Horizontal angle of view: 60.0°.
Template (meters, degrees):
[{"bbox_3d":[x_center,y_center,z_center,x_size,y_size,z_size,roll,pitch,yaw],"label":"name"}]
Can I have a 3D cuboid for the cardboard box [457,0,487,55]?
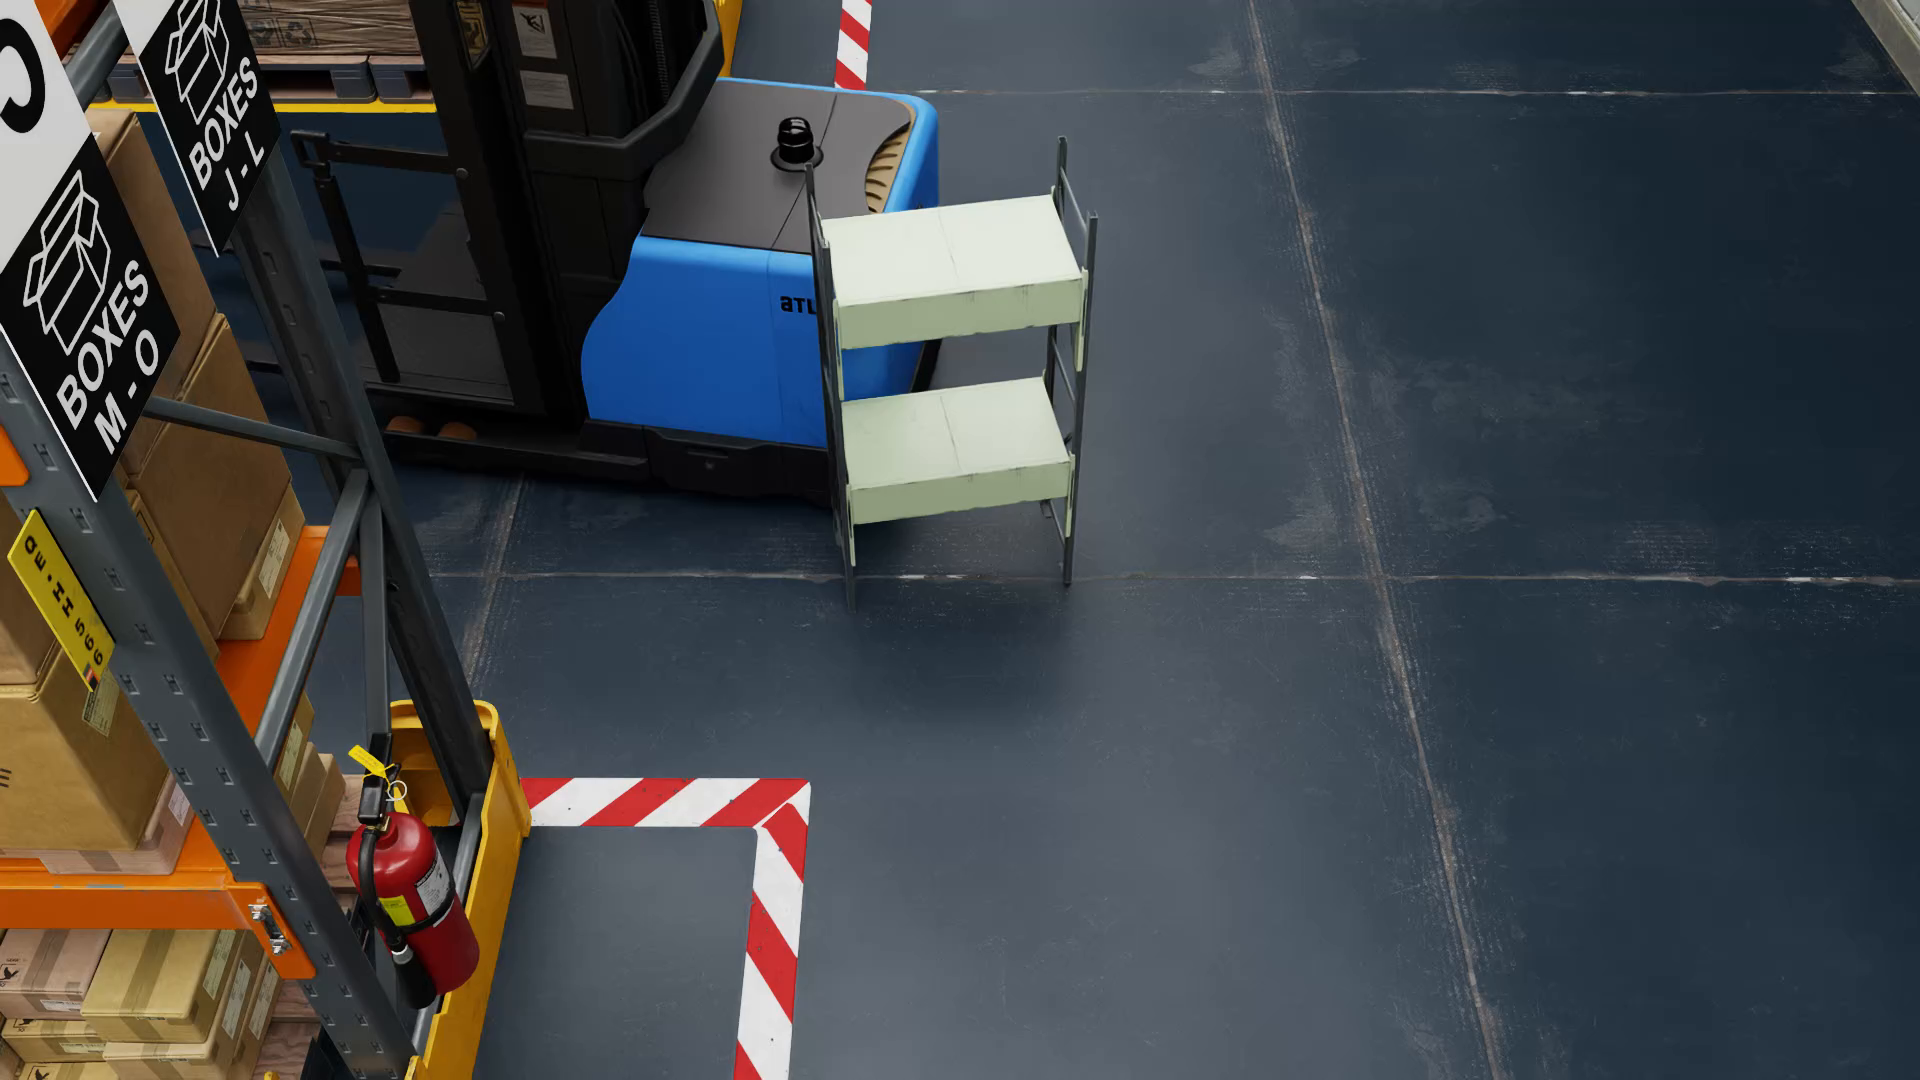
[{"bbox_3d":[-1.899,-2.797,7.469,0.875,0.875,0.875,0,47,0],"label":"cardboard box"}]

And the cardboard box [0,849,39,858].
[{"bbox_3d":[-1.954,0.459,3.445,0.250,0.149,0.380,0,47,0],"label":"cardboard box"}]

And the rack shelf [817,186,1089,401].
[{"bbox_3d":[-0.032,-0.724,4.866,0.720,0.370,0.431,-8,48,-7],"label":"rack shelf"}]

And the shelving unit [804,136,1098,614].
[{"bbox_3d":[-0.032,-0.458,5.152,0.755,1.500,0.431,-8,48,-7],"label":"shelving unit"}]

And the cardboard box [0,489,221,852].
[{"bbox_3d":[-1.829,0.247,3.199,0.500,0.500,0.500,1,47,1],"label":"cardboard box"}]

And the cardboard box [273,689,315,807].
[{"bbox_3d":[-1.901,0.571,4.423,0.250,0.149,0.380,-2,47,-2],"label":"cardboard box"}]

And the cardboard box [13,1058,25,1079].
[{"bbox_3d":[-2.427,1.185,4.259,0.250,0.149,0.380,0,47,0],"label":"cardboard box"}]

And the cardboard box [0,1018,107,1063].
[{"bbox_3d":[-2.169,1.090,4.144,0.250,0.149,0.380,-1,47,-1],"label":"cardboard box"}]

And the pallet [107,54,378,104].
[{"bbox_3d":[-3.276,-2.435,7.872,1.213,0.211,1.003,0,47,0],"label":"pallet"}]

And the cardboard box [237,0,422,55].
[{"bbox_3d":[-2.809,-2.799,7.471,0.875,0.875,0.875,0,47,0],"label":"cardboard box"}]

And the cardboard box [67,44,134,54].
[{"bbox_3d":[-3.699,-2.802,7.473,0.875,0.875,0.875,0,47,0],"label":"cardboard box"}]

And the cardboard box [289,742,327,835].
[{"bbox_3d":[-1.902,0.733,4.476,0.250,0.149,0.380,2,47,2],"label":"cardboard box"}]

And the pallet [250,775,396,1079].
[{"bbox_3d":[-2.267,1.117,4.566,1.213,0.211,1.003,0,47,0],"label":"pallet"}]

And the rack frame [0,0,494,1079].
[{"bbox_3d":[-1.379,0.196,3.519,0.127,3.000,1.000,0,47,0],"label":"rack frame"}]

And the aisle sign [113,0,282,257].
[{"bbox_3d":[-1.305,-0.909,2.771,0.004,0.787,0.394,0,47,0],"label":"aisle sign"}]

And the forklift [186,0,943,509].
[{"bbox_3d":[-1.627,-1.632,5.266,3.031,2.935,1.130,7,48,7],"label":"forklift"}]

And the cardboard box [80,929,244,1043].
[{"bbox_3d":[-1.909,1.005,4.019,0.250,0.149,0.380,1,47,1],"label":"cardboard box"}]

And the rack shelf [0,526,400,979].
[{"bbox_3d":[-3.379,0.435,3.787,4.000,0.370,1.077,0,47,0],"label":"rack shelf"}]

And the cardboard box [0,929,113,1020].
[{"bbox_3d":[-2.160,0.963,4.059,0.250,0.149,0.380,1,47,1],"label":"cardboard box"}]

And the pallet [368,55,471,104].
[{"bbox_3d":[-2.059,-2.429,7.867,1.213,0.211,1.003,0,47,0],"label":"pallet"}]

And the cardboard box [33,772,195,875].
[{"bbox_3d":[-1.706,0.487,3.419,0.250,0.149,0.380,0,47,0],"label":"cardboard box"}]

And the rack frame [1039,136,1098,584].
[{"bbox_3d":[0.327,-0.508,5.198,0.023,1.500,0.400,-8,48,-7],"label":"rack frame"}]

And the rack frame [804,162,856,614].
[{"bbox_3d":[-0.392,-0.409,5.106,0.023,1.500,0.400,-8,48,-7],"label":"rack frame"}]

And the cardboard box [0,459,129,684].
[{"bbox_3d":[-1.837,-0.100,2.839,0.500,0.500,0.500,-1,47,-1],"label":"cardboard box"}]

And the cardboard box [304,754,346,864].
[{"bbox_3d":[-1.901,0.788,4.628,0.250,0.149,0.380,1,47,1],"label":"cardboard box"}]

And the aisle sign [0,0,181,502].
[{"bbox_3d":[-1.307,-0.470,2.362,0.004,0.787,0.394,0,47,0],"label":"aisle sign"}]

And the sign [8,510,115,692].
[{"bbox_3d":[-1.401,0.100,2.601,0.005,0.325,0.100,0,47,0],"label":"sign"}]

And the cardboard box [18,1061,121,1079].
[{"bbox_3d":[-2.163,1.249,4.199,0.250,0.149,0.380,1,47,1],"label":"cardboard box"}]

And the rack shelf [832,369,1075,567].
[{"bbox_3d":[-0.032,-0.236,5.391,0.720,0.370,0.431,-8,48,-7],"label":"rack shelf"}]

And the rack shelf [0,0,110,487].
[{"bbox_3d":[-3.379,-0.587,2.689,4.000,0.370,1.077,0,47,0],"label":"rack shelf"}]

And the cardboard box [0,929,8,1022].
[{"bbox_3d":[-2.420,1.055,3.973,0.250,0.149,0.380,-1,47,-1],"label":"cardboard box"}]

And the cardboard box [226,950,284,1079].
[{"bbox_3d":[-1.906,1.175,4.268,0.250,0.149,0.380,1,47,1],"label":"cardboard box"}]

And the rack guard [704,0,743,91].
[{"bbox_3d":[-1.235,-2.583,7.813,0.348,0.500,1.175,0,47,0],"label":"rack guard"}]

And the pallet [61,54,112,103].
[{"bbox_3d":[-4.499,-2.436,7.873,1.213,0.211,1.003,0,47,0],"label":"pallet"}]

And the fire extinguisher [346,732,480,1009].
[{"bbox_3d":[-1.129,0.688,3.368,0.183,0.674,0.296,0,47,0],"label":"fire extinguisher"}]

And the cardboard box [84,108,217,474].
[{"bbox_3d":[-1.827,-0.476,3.189,0.500,0.500,0.500,0,47,0],"label":"cardboard box"}]

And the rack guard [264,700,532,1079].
[{"bbox_3d":[-1.455,1.047,4.434,0.348,0.500,1.175,0,47,0],"label":"rack guard"}]

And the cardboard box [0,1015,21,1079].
[{"bbox_3d":[-2.427,1.130,4.107,0.250,0.149,0.380,-2,47,-1],"label":"cardboard box"}]

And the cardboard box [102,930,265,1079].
[{"bbox_3d":[-1.908,1.130,4.106,0.250,0.149,0.380,-1,47,-1],"label":"cardboard box"}]

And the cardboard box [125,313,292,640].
[{"bbox_3d":[-1.827,-0.143,3.562,0.500,0.500,0.500,2,47,2],"label":"cardboard box"}]

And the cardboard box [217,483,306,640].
[{"bbox_3d":[-1.701,0.041,3.835,0.250,0.149,0.380,0,47,0],"label":"cardboard box"}]
